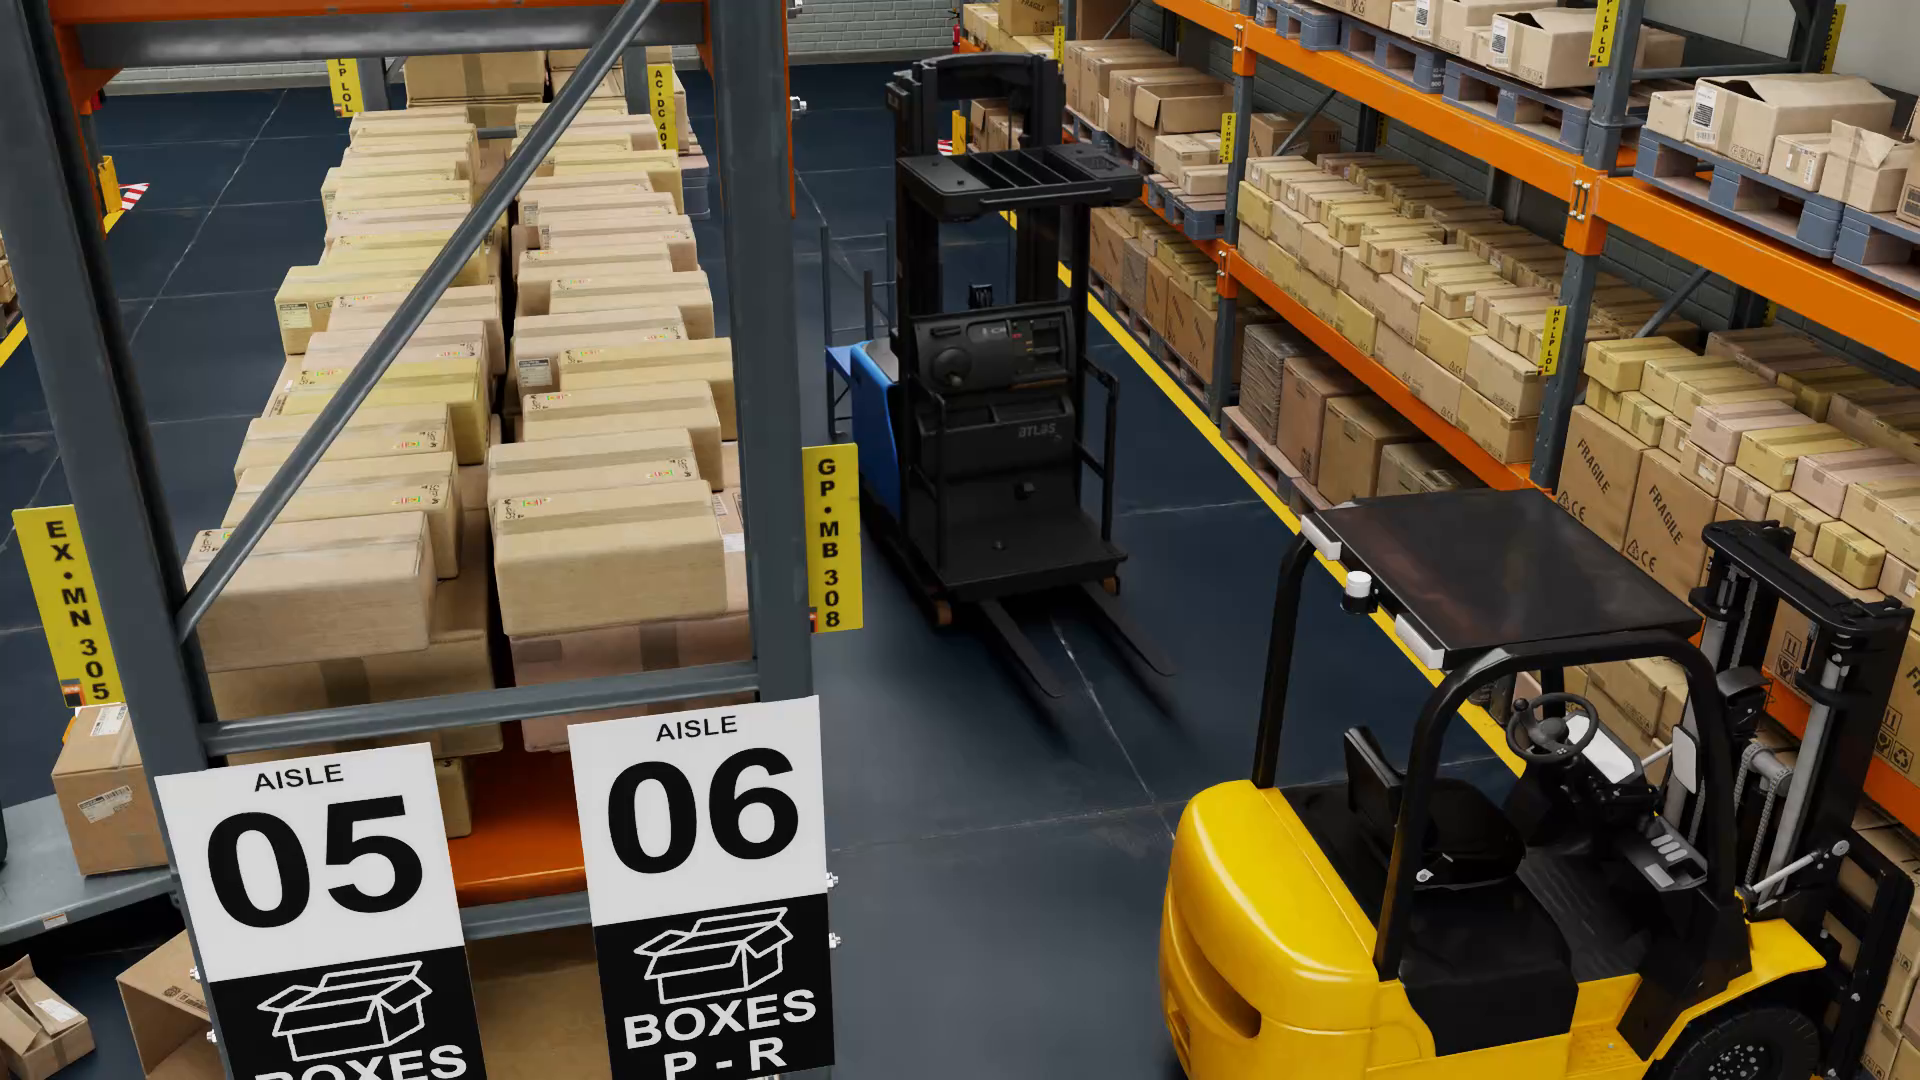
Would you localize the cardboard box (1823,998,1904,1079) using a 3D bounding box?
[{"bbox_3d":[3.480,1.706,6.126,0.500,0.250,0.500,-6,27,-11],"label":"cardboard box"}]

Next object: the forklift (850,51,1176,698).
[{"bbox_3d":[0.273,-1.024,9.027,1.130,2.935,3.031,-9,28,-17],"label":"forklift"}]

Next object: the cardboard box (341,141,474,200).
[{"bbox_3d":[-1.746,-1.153,5.271,0.380,0.149,0.250,-7,28,-13],"label":"cardboard box"}]

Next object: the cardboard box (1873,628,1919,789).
[{"bbox_3d":[3.510,0.593,5.636,0.500,0.500,0.500,-6,27,-13],"label":"cardboard box"}]

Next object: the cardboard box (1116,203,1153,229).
[{"bbox_3d":[1.519,-2.707,13.872,0.380,0.149,0.250,-6,27,-12],"label":"cardboard box"}]

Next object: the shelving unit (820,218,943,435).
[{"bbox_3d":[-0.519,-1.241,11.044,0.538,1.500,1.048,-9,28,-17],"label":"shelving unit"}]

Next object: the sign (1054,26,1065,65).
[{"bbox_3d":[0.869,-4.316,14.511,0.100,0.325,0.005,-6,27,-12],"label":"sign"}]

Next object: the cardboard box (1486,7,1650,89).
[{"bbox_3d":[2.798,-2.300,7.671,0.500,0.311,0.500,-7,28,-13],"label":"cardboard box"}]

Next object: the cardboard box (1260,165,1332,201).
[{"bbox_3d":[2.143,-2.279,10.605,0.380,0.149,0.250,-5,27,-10],"label":"cardboard box"}]

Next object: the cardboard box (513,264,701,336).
[{"bbox_3d":[-0.930,-0.540,4.498,0.500,0.250,0.500,-5,27,-10],"label":"cardboard box"}]

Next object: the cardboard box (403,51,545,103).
[{"bbox_3d":[-1.891,-1.894,6.491,0.500,0.250,0.500,-5,27,-10],"label":"cardboard box"}]

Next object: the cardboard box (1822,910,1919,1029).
[{"bbox_3d":[3.446,1.470,6.040,0.500,0.250,0.500,-7,28,-13],"label":"cardboard box"}]

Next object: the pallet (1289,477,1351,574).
[{"bbox_3d":[2.716,-0.087,10.188,1.003,0.211,1.213,-6,27,-12],"label":"pallet"}]

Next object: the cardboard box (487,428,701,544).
[{"bbox_3d":[-0.689,-0.083,3.150,0.380,0.149,0.250,-6,27,-12],"label":"cardboard box"}]

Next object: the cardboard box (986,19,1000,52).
[{"bbox_3d":[0.565,-5.139,16.940,0.500,0.250,0.500,-6,27,-13],"label":"cardboard box"}]

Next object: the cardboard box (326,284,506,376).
[{"bbox_3d":[-1.284,-0.485,3.947,0.380,0.149,0.250,-7,28,-13],"label":"cardboard box"}]

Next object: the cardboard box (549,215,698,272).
[{"bbox_3d":[-0.910,-0.765,4.501,0.380,0.149,0.250,-6,27,-11],"label":"cardboard box"}]

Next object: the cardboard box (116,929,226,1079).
[{"bbox_3d":[-2.721,1.753,6.218,0.500,0.500,0.500,13,30,24],"label":"cardboard box"}]

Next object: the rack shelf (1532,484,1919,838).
[{"bbox_3d":[3.649,0.724,6.286,1.077,0.370,4.000,-6,27,-12],"label":"rack shelf"}]

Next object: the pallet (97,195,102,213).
[{"bbox_3d":[-8.975,-3.052,16.063,1.003,0.211,1.213,-6,27,-12],"label":"pallet"}]

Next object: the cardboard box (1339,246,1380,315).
[{"bbox_3d":[2.511,-1.495,9.495,0.500,0.250,0.500,-6,27,-11],"label":"cardboard box"}]

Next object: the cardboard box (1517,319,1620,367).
[{"bbox_3d":[2.905,-0.937,7.947,0.380,0.149,0.250,-5,27,-10],"label":"cardboard box"}]

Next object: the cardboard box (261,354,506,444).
[{"bbox_3d":[-1.347,-0.264,3.952,0.500,0.250,0.500,-5,27,-10],"label":"cardboard box"}]

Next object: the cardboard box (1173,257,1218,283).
[{"bbox_3d":[1.831,-2.021,12.512,0.380,0.149,0.250,-7,28,-13],"label":"cardboard box"}]

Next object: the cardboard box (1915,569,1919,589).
[{"bbox_3d":[3.429,0.127,5.508,0.380,0.149,0.250,-5,27,-11],"label":"cardboard box"}]

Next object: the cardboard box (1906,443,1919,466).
[{"bbox_3d":[3.822,-0.268,6.290,0.380,0.149,0.250,-6,27,-12],"label":"cardboard box"}]

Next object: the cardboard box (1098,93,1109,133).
[{"bbox_3d":[1.335,-3.466,13.471,0.396,0.266,0.258,-5,27,-9],"label":"cardboard box"}]

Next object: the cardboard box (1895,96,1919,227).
[{"bbox_3d":[3.535,-1.227,5.331,0.797,0.503,0.637,-5,27,-10],"label":"cardboard box"}]

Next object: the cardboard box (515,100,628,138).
[{"bbox_3d":[-1.352,-1.436,5.831,0.380,0.149,0.250,-5,27,-11],"label":"cardboard box"}]

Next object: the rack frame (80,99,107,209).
[{"bbox_3d":[-9.141,-4.691,16.215,1.000,3.000,0.127,-6,27,-12],"label":"rack frame"}]

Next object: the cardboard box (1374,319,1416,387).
[{"bbox_3d":[2.629,-1.045,9.157,0.500,0.250,0.500,-6,27,-11],"label":"cardboard box"}]

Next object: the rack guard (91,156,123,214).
[{"bbox_3d":[-9.124,-3.542,16.712,1.175,0.500,0.348,-6,27,-12],"label":"rack guard"}]

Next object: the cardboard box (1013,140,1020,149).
[{"bbox_3d":[0.928,-3.702,16.564,0.700,0.500,0.500,-7,28,-14],"label":"cardboard box"}]

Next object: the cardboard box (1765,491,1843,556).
[{"bbox_3d":[3.275,-0.078,6.245,0.380,0.149,0.250,-7,28,-13],"label":"cardboard box"}]

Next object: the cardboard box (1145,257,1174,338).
[{"bbox_3d":[1.769,-1.917,13.028,0.500,0.500,0.500,-5,27,-9],"label":"cardboard box"}]

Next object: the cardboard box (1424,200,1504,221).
[{"bbox_3d":[2.978,-1.896,9.846,0.380,0.149,0.250,-6,27,-12],"label":"cardboard box"}]

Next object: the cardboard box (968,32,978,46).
[{"bbox_3d":[0.301,-5.459,18.016,0.380,0.149,0.250,-6,27,-12],"label":"cardboard box"}]

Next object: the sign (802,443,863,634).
[{"bbox_3d":[-0.207,0.002,2.619,0.100,0.325,0.005,-6,27,-12],"label":"sign"}]

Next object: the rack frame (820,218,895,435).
[{"bbox_3d":[-0.689,-1.457,11.471,0.500,1.500,0.032,-9,28,-17],"label":"rack frame"}]

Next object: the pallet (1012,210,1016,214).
[{"bbox_3d":[0.963,-3.581,17.111,1.003,0.211,1.213,-6,27,-12],"label":"pallet"}]

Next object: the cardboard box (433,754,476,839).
[{"bbox_3d":[-1.088,0.431,3.017,0.380,0.149,0.250,-6,27,-11],"label":"cardboard box"}]

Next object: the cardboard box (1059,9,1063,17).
[{"bbox_3d":[0.971,-5.408,17.472,0.500,0.250,0.500,-6,27,-11],"label":"cardboard box"}]

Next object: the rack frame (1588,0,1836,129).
[{"bbox_3d":[3.199,-3.154,6.512,1.000,3.000,0.127,-6,27,-12],"label":"rack frame"}]

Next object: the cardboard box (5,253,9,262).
[{"bbox_3d":[-8.244,-2.379,14.003,0.380,0.149,0.250,-6,27,-12],"label":"cardboard box"}]

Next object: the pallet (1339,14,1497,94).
[{"bbox_3d":[2.792,-2.707,9.165,1.003,0.211,1.213,-5,27,-9],"label":"pallet"}]

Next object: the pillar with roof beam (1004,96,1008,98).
[{"bbox_3d":[-3.430,-9.260,18.609,9.100,9.000,0.400,-6,27,-12],"label":"pillar with roof beam"}]

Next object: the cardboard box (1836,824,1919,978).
[{"bbox_3d":[3.448,1.260,5.901,0.500,0.250,0.500,-6,27,-11],"label":"cardboard box"}]

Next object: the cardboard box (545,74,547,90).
[{"bbox_3d":[-2.132,-2.118,7.488,0.500,0.250,0.500,-6,27,-11],"label":"cardboard box"}]

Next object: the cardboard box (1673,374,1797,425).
[{"bbox_3d":[3.194,-0.556,6.861,0.380,0.149,0.250,-6,27,-13],"label":"cardboard box"}]

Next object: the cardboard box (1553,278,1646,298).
[{"bbox_3d":[3.263,-1.219,8.505,0.380,0.149,0.250,-6,27,-12],"label":"cardboard box"}]

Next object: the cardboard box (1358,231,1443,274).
[{"bbox_3d":[2.453,-1.604,9.267,0.380,0.149,0.250,-7,28,-13],"label":"cardboard box"}]
